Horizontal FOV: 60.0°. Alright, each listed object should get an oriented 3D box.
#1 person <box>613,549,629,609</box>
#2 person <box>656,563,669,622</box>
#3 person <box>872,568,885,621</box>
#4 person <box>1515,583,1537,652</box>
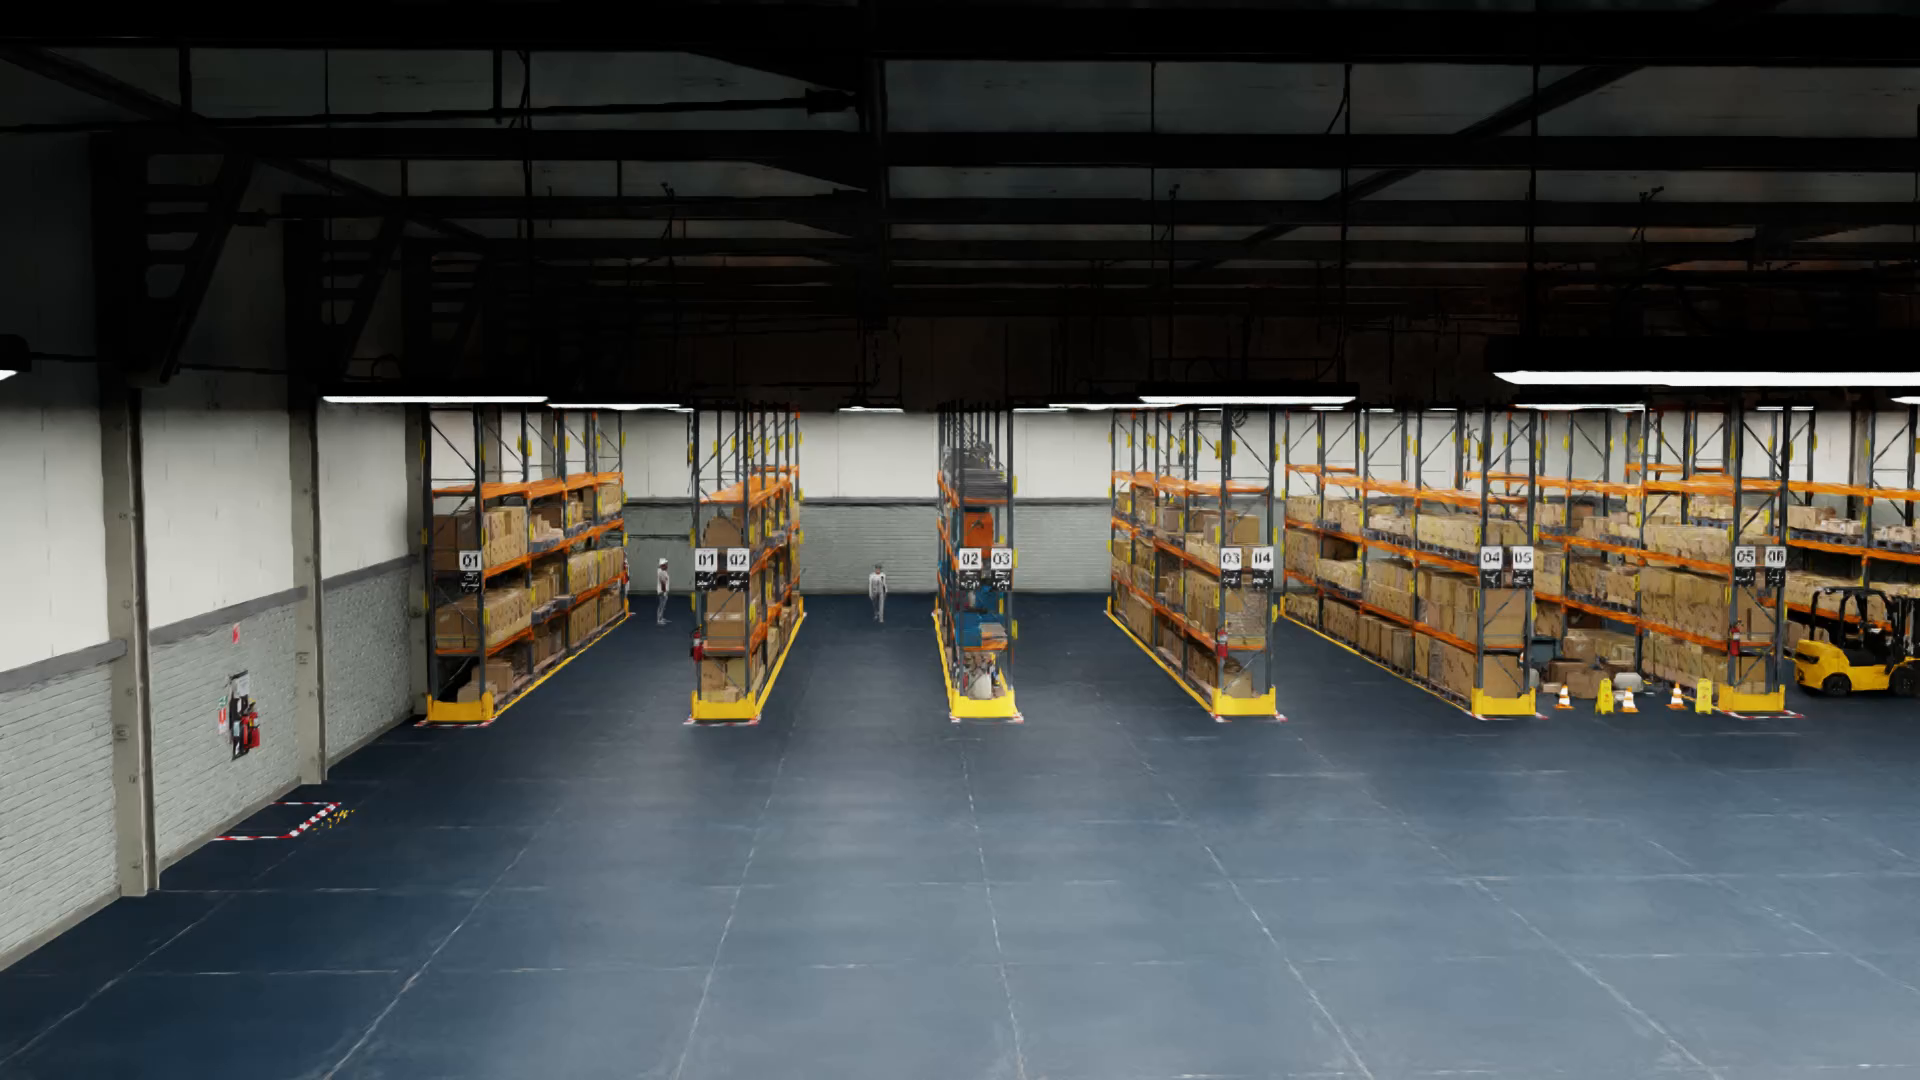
[{"bbox_3d":[-9.986,1.154,48.500,0.725,1.780,0.530,-4,6,-42],"label":"person"},{"bbox_3d":[-8.052,1.376,45.023,0.361,1.690,0.680,-1,4,-12],"label":"person"},{"bbox_3d":[-2.254,1.434,45.903,0.371,1.571,1.086,0,4,0],"label":"person"},{"bbox_3d":[13.462,1.831,39.574,0.597,1.746,0.668,1,5,18],"label":"person"}]
